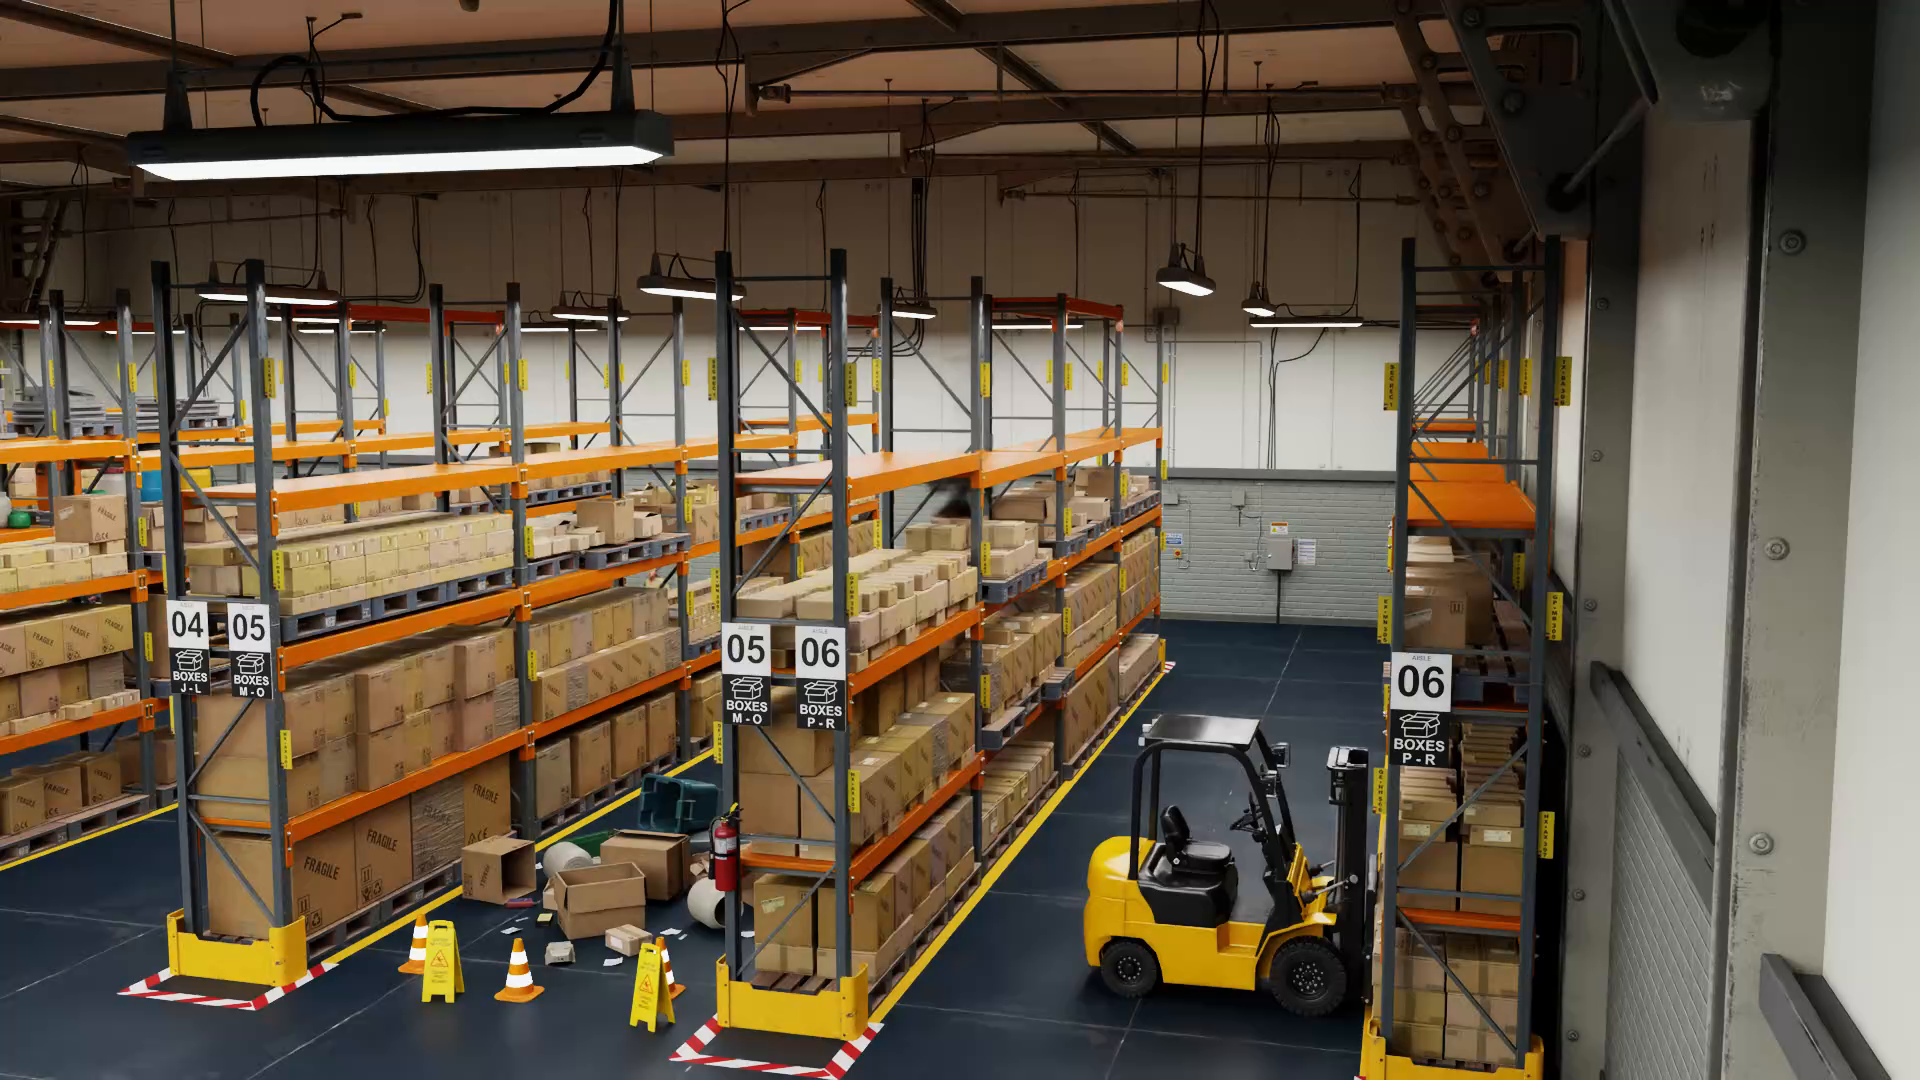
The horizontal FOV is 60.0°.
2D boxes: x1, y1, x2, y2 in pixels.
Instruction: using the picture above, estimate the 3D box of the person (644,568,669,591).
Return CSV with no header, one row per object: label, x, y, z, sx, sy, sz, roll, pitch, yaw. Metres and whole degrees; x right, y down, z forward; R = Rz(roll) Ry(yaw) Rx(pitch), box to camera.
person,-5.338,1.262,29.188,0.579,1.704,0.695,1,6,12
